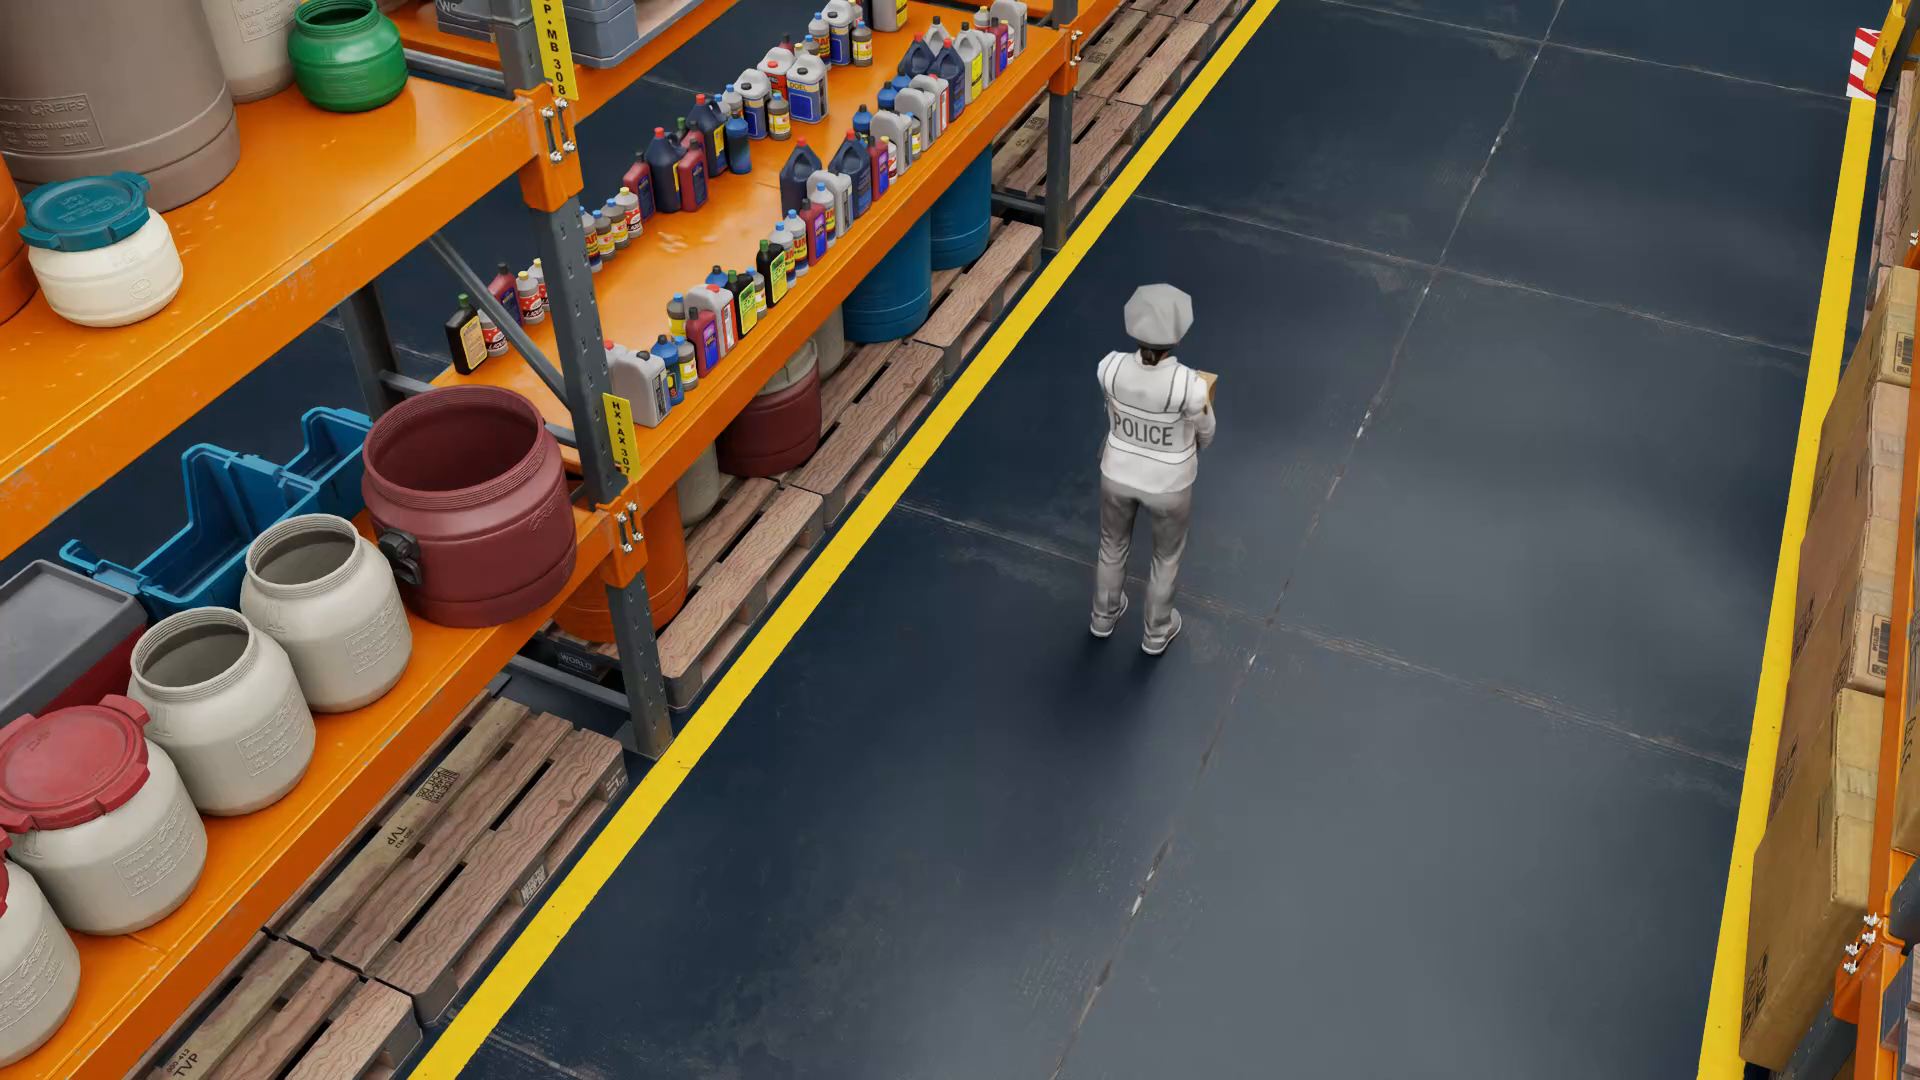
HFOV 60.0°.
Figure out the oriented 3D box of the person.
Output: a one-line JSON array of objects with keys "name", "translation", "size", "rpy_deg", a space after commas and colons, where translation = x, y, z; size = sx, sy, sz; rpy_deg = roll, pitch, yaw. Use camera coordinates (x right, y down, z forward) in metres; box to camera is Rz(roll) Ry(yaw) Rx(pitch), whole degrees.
[{"name": "person", "translation": [0.757, -0.302, 6.478], "size": [0.434, 1.691, 0.515], "rpy_deg": [17, 45, 18]}]
